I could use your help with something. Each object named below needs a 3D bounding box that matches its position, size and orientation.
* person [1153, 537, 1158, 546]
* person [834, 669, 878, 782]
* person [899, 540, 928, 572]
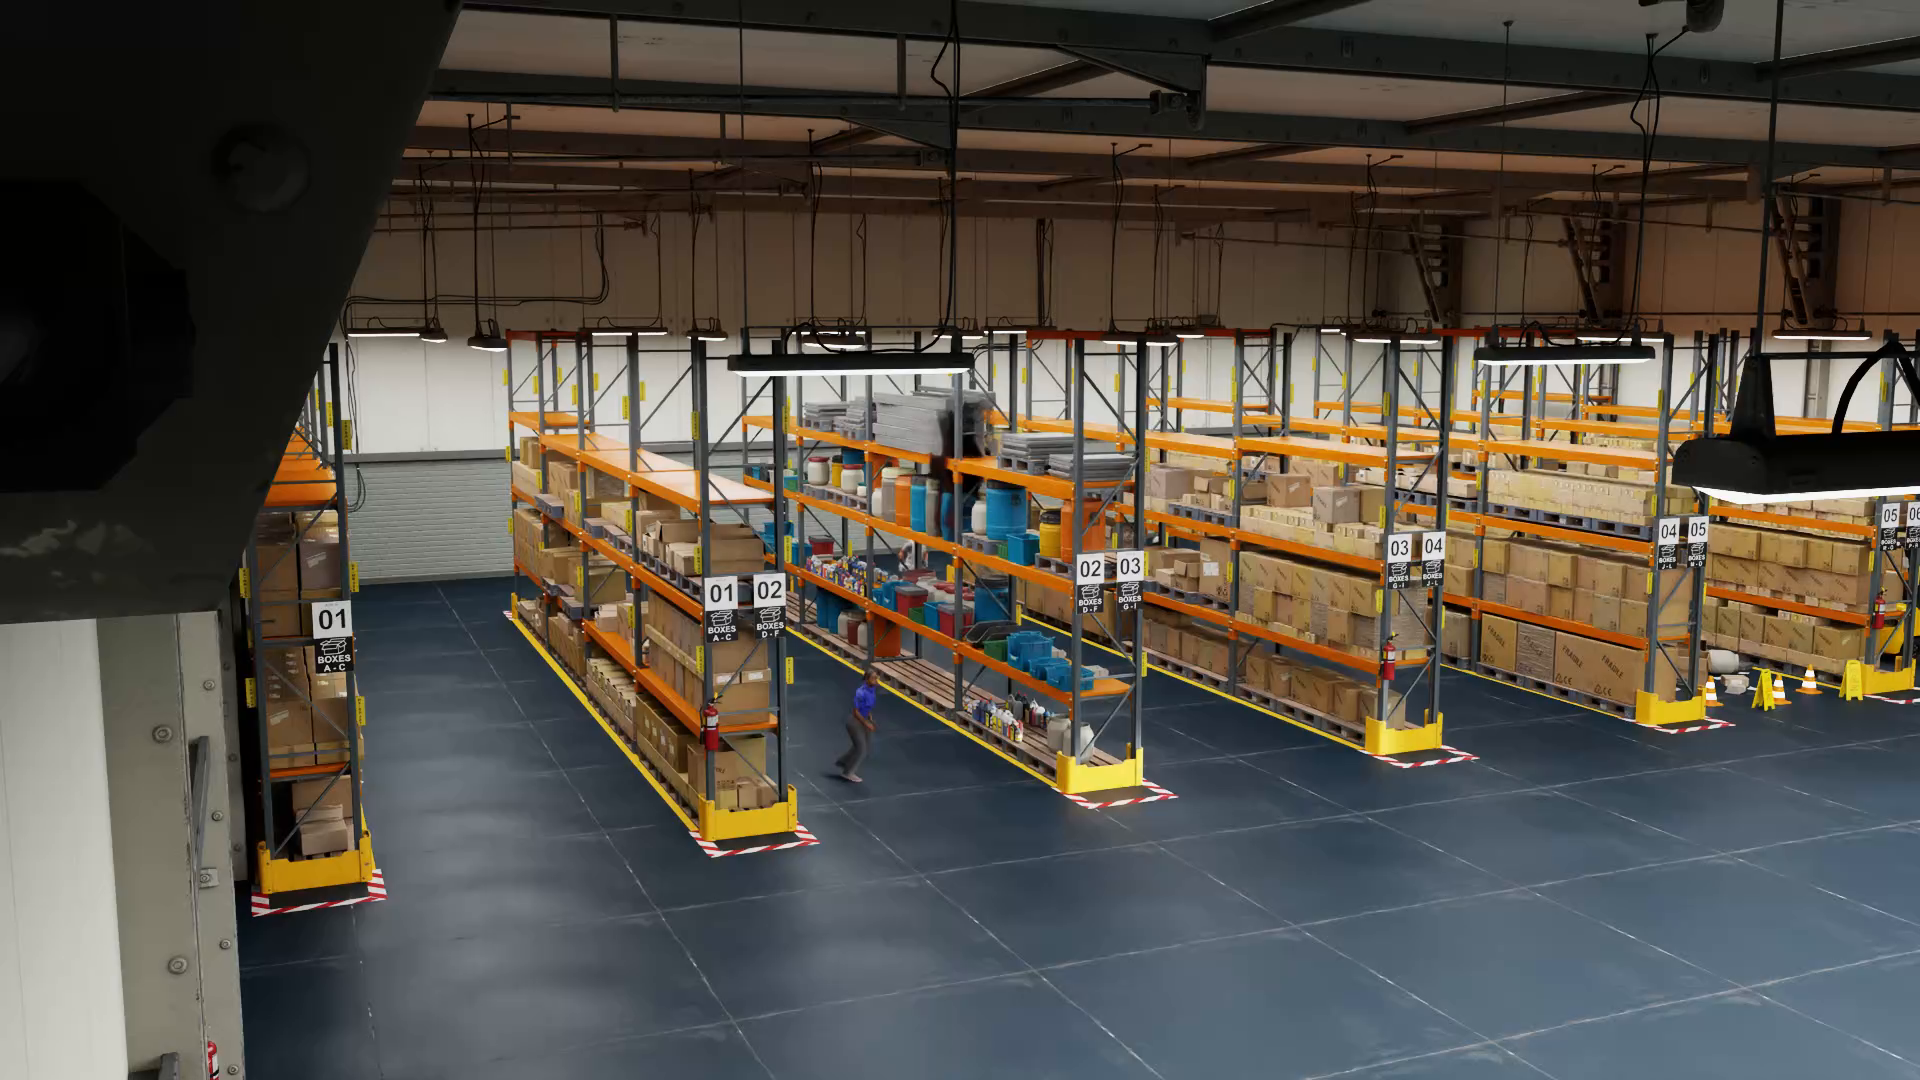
[{"bbox_3d":[4.061,0.819,34.160,0.658,1.788,0.722,-4,9,-29],"label":"person"},{"bbox_3d":[-1.425,2.514,22.569,0.709,1.582,0.544,2,8,16],"label":"person"},{"bbox_3d":[-1.002,0.588,36.050,0.658,1.715,0.707,-7,10,-40],"label":"person"}]
